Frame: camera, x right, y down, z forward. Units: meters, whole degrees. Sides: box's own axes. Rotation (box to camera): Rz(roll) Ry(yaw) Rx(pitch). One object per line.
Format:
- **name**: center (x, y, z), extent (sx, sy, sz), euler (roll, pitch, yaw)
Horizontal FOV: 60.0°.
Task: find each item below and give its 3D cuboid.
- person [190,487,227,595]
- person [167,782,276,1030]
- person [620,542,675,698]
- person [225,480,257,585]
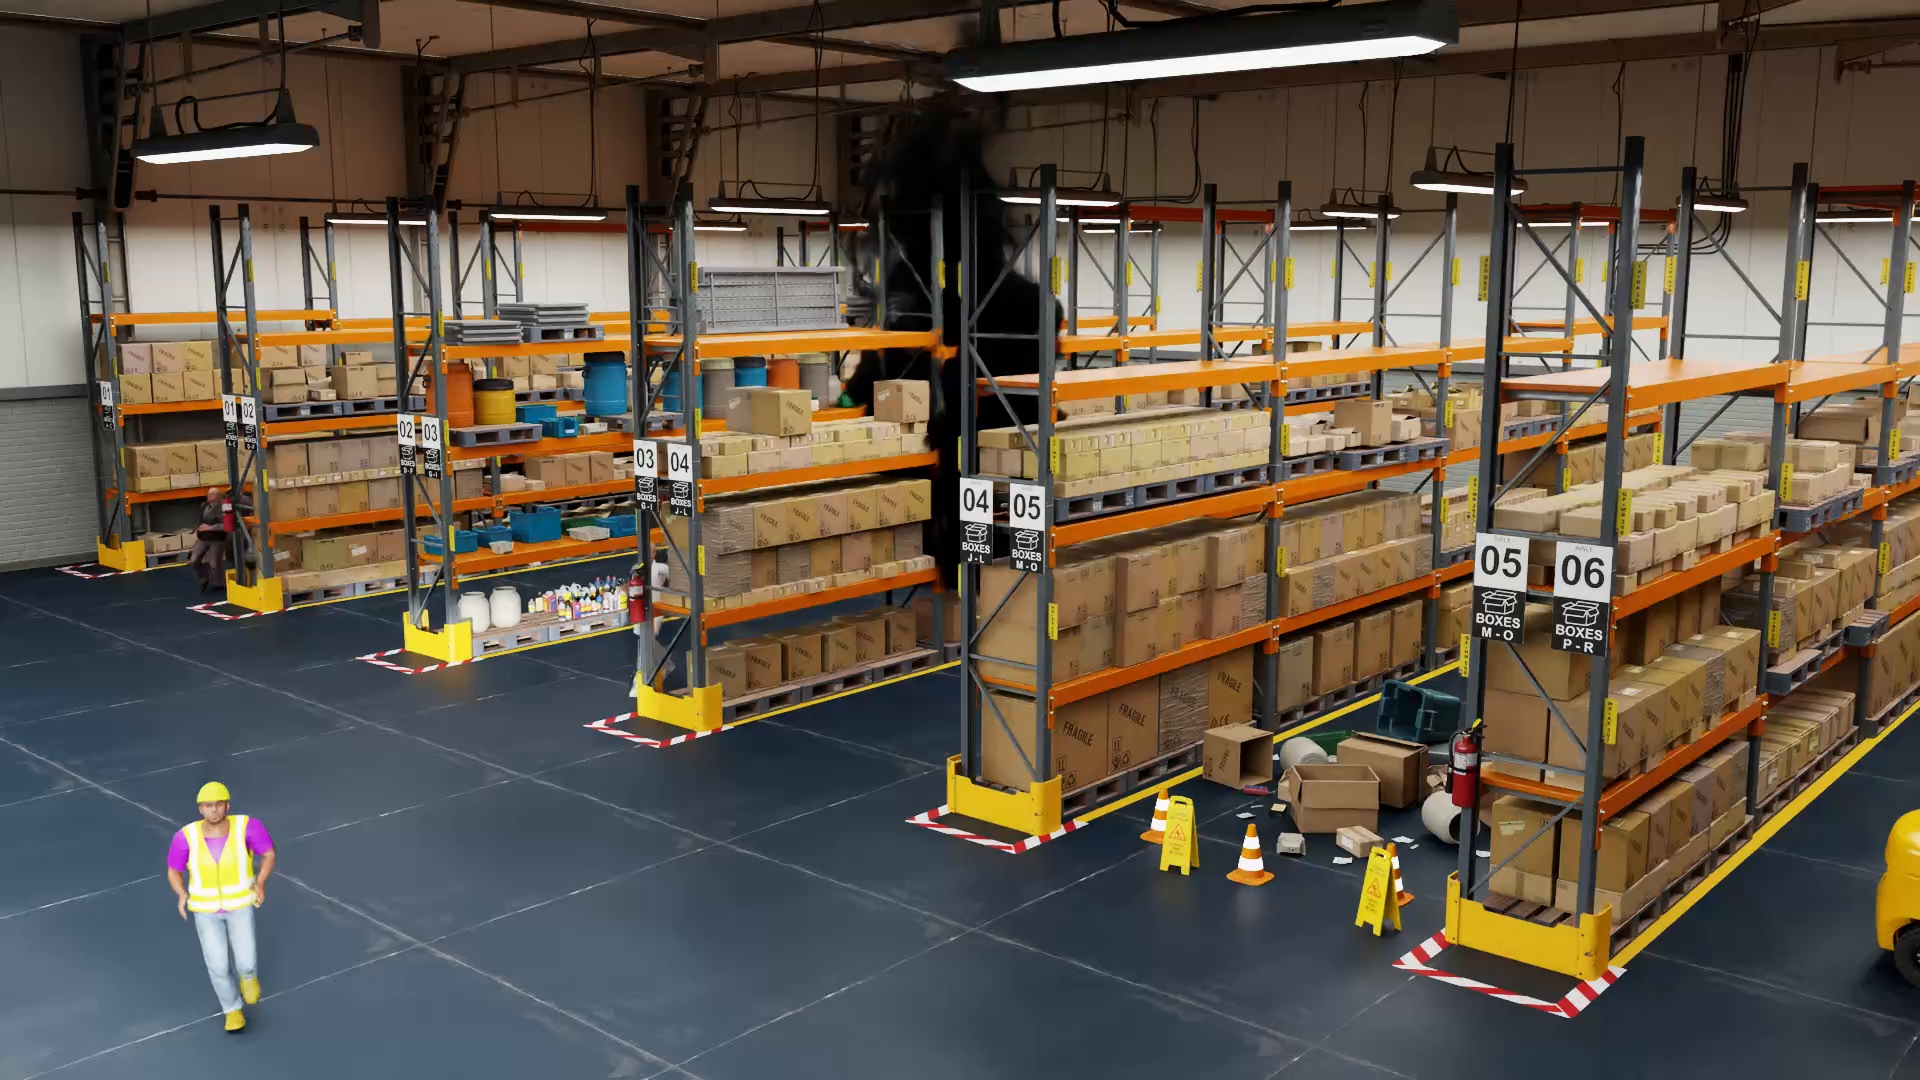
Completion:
- **person**: center (-11.716, 0.018, 26.061), extent (0.644, 1.691, 0.654), euler (1, 10, 7)
- **person**: center (-4.989, 2.467, 11.272), extent (0.679, 1.721, 0.576), euler (-3, 10, -20)
- **person**: center (-3.772, 0.933, 20.205), extent (0.694, 1.828, 0.877), euler (7, 12, 36)
- **person**: center (-11.555, -0.099, 26.648), extent (0.566, 1.735, 0.718), euler (-9, 13, -44)
